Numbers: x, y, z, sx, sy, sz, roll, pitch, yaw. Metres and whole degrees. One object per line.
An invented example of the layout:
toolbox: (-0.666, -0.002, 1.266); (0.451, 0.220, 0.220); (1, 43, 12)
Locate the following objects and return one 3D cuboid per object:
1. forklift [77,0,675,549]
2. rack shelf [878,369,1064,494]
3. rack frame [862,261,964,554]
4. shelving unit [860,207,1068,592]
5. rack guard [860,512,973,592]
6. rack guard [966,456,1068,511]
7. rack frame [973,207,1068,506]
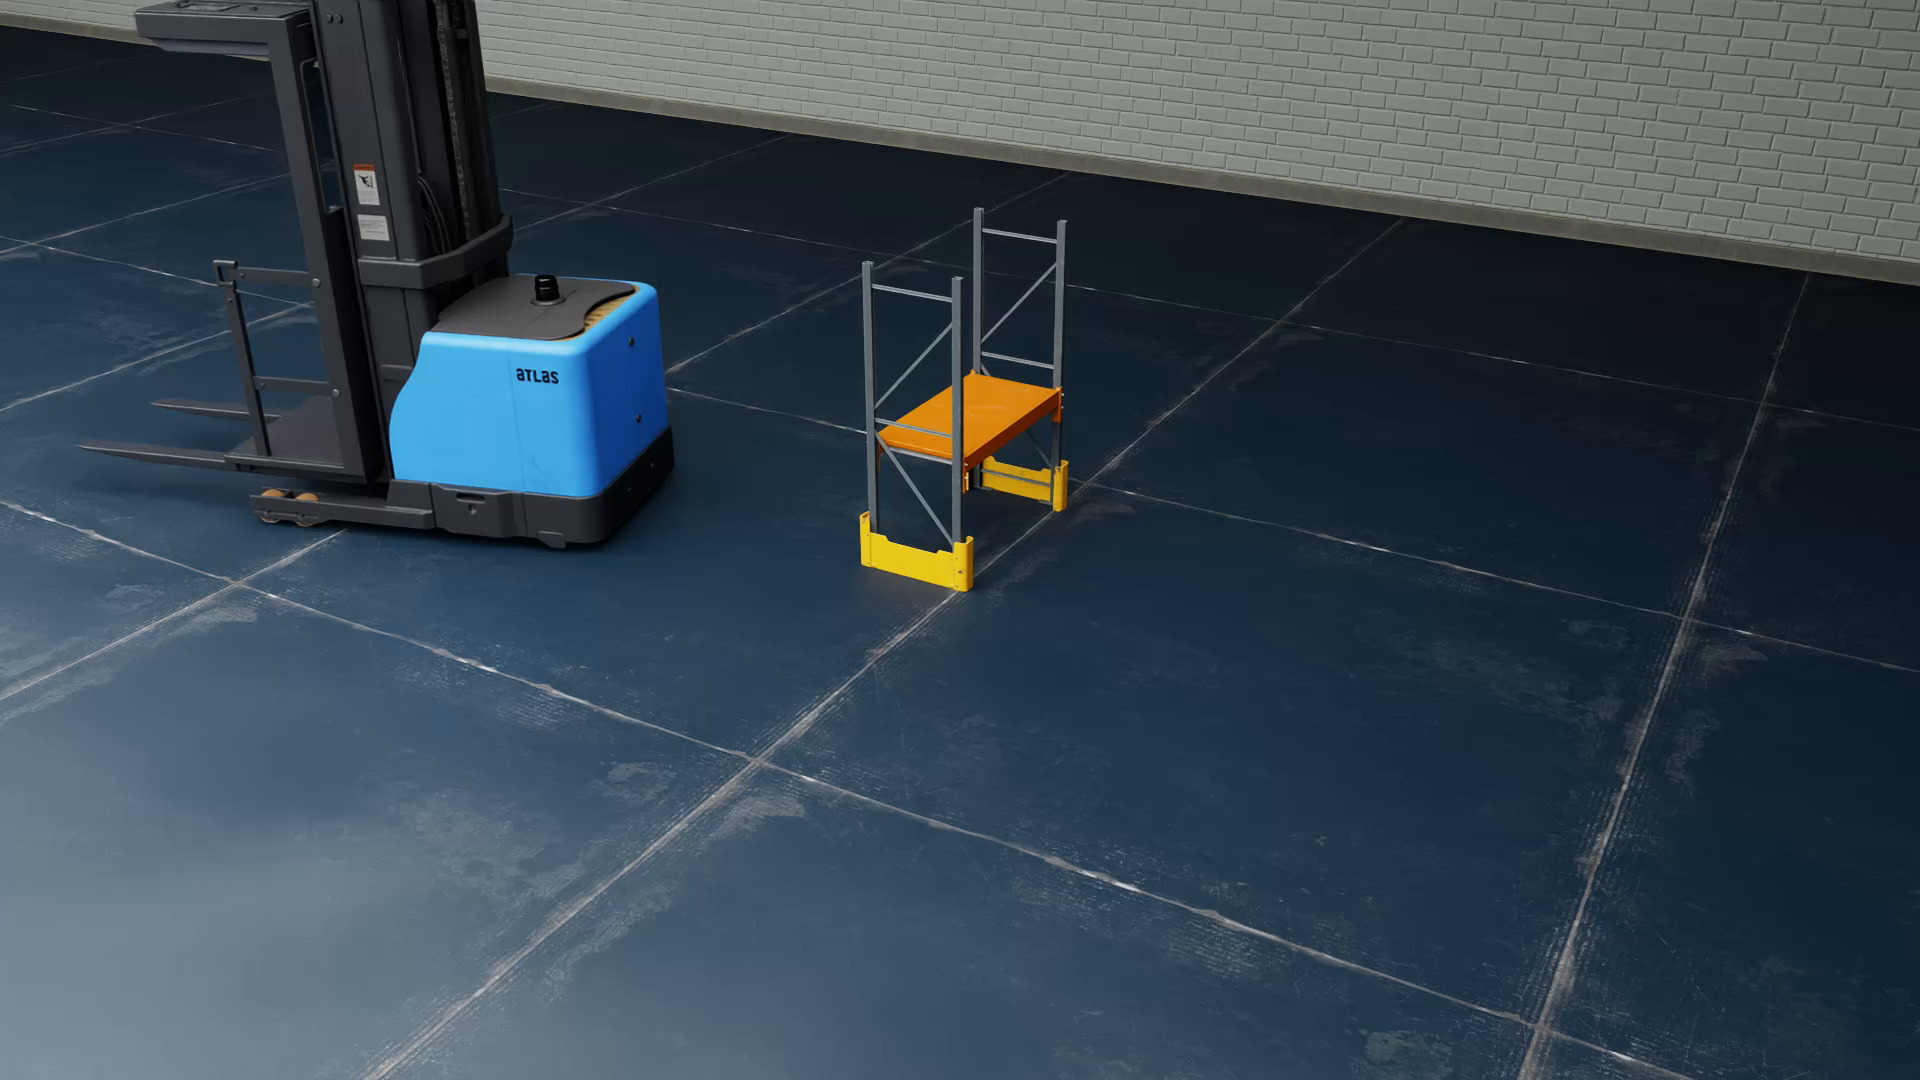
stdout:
forklift: (-3.097, -1.600, 8.172); (3.031, 2.935, 1.130); (6, 27, 11)
rack shelf: (0.042, -0.543, 8.061); (0.538, 0.185, 1.000); (14, 30, 26)
rack frame: (-0.208, -0.506, 7.585); (0.500, 1.500, 0.032); (14, 30, 26)
shelving unit: (0.038, -0.700, 7.974); (0.587, 1.500, 1.083); (14, 30, 26)
rack guard: (-0.207, 0.053, 7.866); (0.587, 0.250, 0.087); (14, 30, 26)
rack guard: (0.283, -0.336, 8.641); (0.587, 0.250, 0.087); (14, 30, 26)
rack frame: (0.292, -0.902, 8.376); (0.500, 1.500, 0.032); (14, 30, 26)
